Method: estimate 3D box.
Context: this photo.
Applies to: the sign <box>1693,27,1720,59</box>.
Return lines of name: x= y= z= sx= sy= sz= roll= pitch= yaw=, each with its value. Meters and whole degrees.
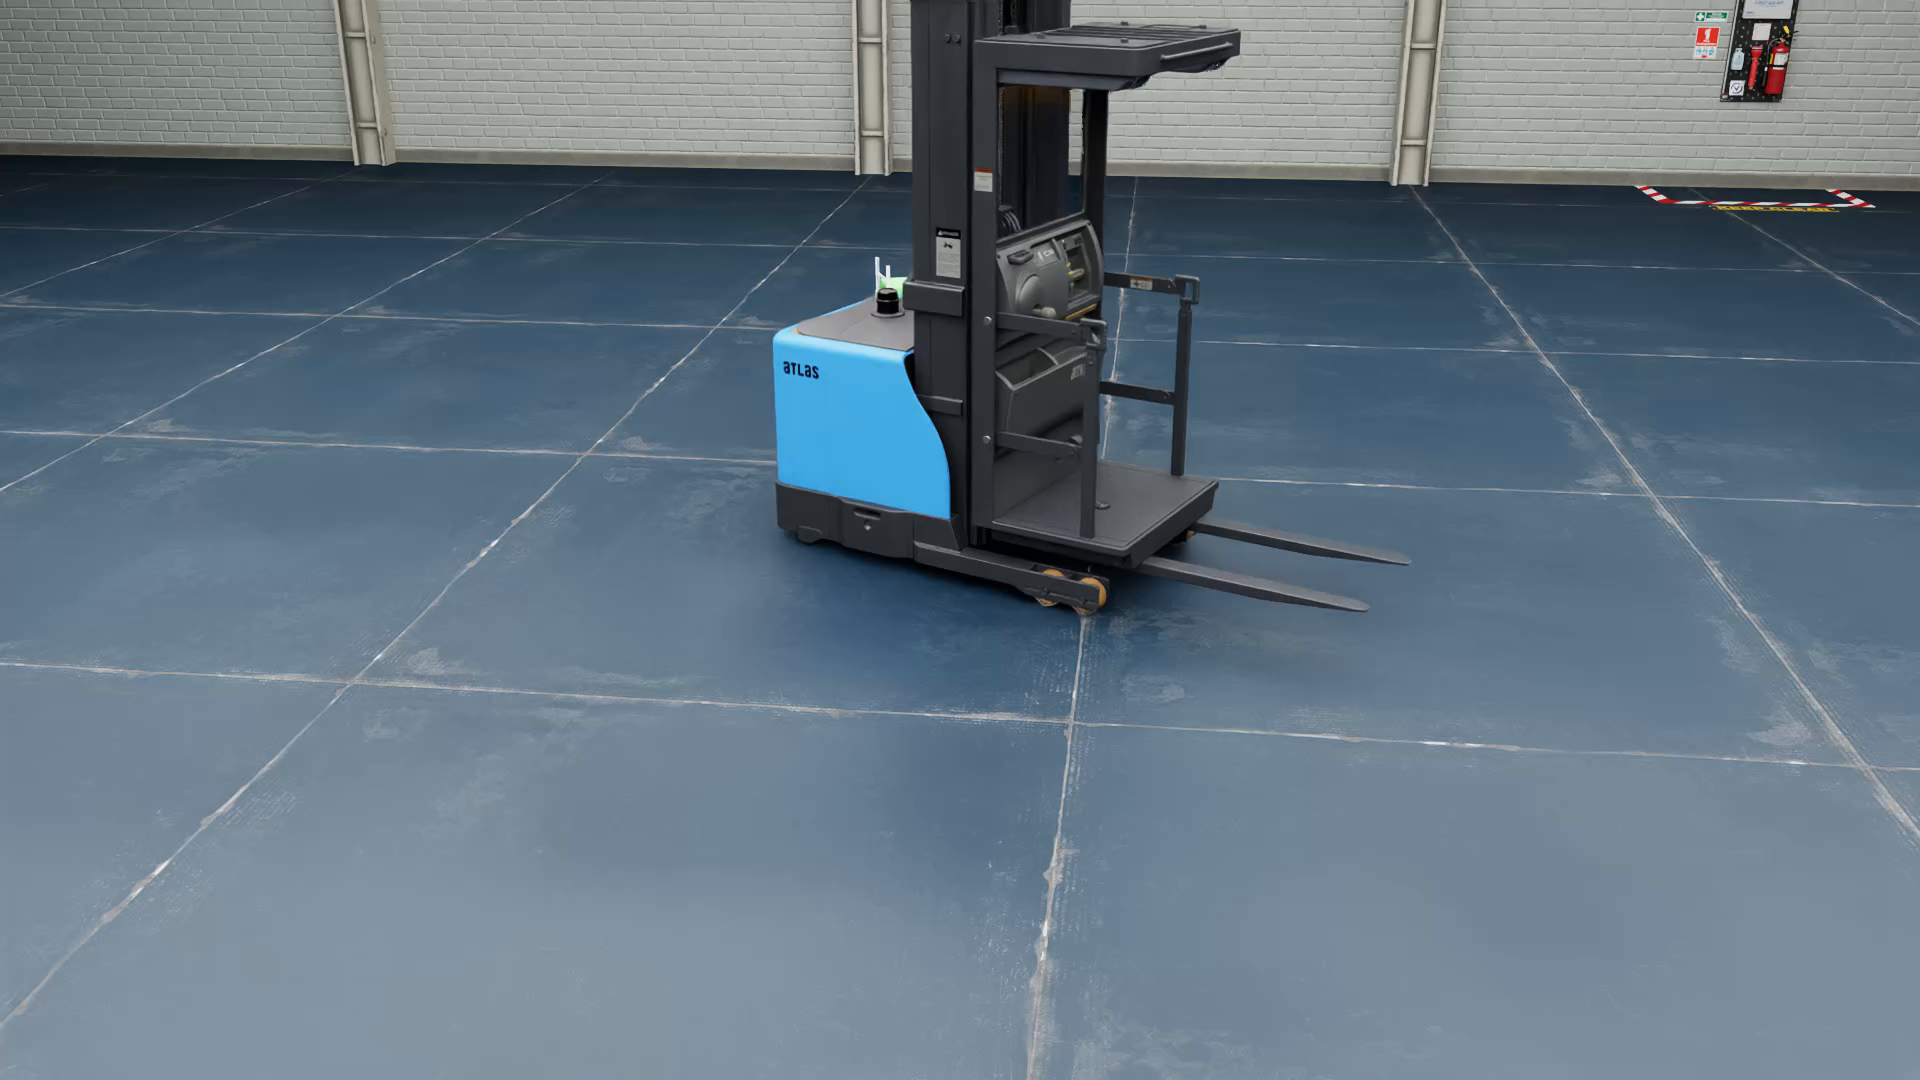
sign: x=7.945 y=-5.293 z=17.699 sx=0.234 sy=0.329 sz=0.001 roll=2 pitch=22 yaw=6

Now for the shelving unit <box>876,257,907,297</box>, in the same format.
shelving unit: x=-0.186 y=-0.972 z=9.265 sx=0.503 sy=1.200 sz=0.258 roll=-7 pitch=23 yaw=-17

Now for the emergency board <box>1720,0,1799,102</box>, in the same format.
emergency board: x=8.482 y=-5.214 z=17.549 sx=0.643 sy=1.169 sz=0.194 roll=2 pitch=22 yaw=6

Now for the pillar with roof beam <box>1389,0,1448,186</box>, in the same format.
pillar with roof beam: x=4.467 y=-6.571 z=12.822 sx=0.400 sy=9.000 sz=9.100 roll=2 pitch=22 yaw=6

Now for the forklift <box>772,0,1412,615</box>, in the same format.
forklift: x=0.599 y=-1.246 z=7.604 sx=3.031 sy=2.935 sz=1.130 roll=12 pitch=25 yaw=29

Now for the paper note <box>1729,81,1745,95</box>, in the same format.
paper note: x=8.314 y=-4.838 z=17.794 sx=0.142 sy=0.148 sz=0.016 roll=2 pitch=22 yaw=6

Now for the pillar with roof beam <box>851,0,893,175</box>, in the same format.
pillar with roof beam: x=-1.492 y=-6.831 z=13.478 sx=0.400 sy=9.000 sz=9.100 roll=2 pitch=22 yaw=6

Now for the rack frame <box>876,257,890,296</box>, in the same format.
rack frame: x=-0.418 y=-0.944 z=9.196 sx=0.015 sy=1.200 sz=0.240 roll=-7 pitch=23 yaw=-17

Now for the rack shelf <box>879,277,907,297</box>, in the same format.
rack shelf: x=-0.186 y=-1.359 z=9.112 sx=0.480 sy=0.148 sz=0.258 roll=-7 pitch=23 yaw=-17

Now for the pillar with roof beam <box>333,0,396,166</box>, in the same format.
pillar with roof beam: x=-7.450 y=-7.091 z=14.135 sx=0.400 sy=9.000 sz=9.100 roll=2 pitch=22 yaw=6

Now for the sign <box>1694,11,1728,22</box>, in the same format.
sign: x=7.949 y=-5.536 z=17.592 sx=0.331 sy=0.109 sz=0.001 roll=2 pitch=22 yaw=6
